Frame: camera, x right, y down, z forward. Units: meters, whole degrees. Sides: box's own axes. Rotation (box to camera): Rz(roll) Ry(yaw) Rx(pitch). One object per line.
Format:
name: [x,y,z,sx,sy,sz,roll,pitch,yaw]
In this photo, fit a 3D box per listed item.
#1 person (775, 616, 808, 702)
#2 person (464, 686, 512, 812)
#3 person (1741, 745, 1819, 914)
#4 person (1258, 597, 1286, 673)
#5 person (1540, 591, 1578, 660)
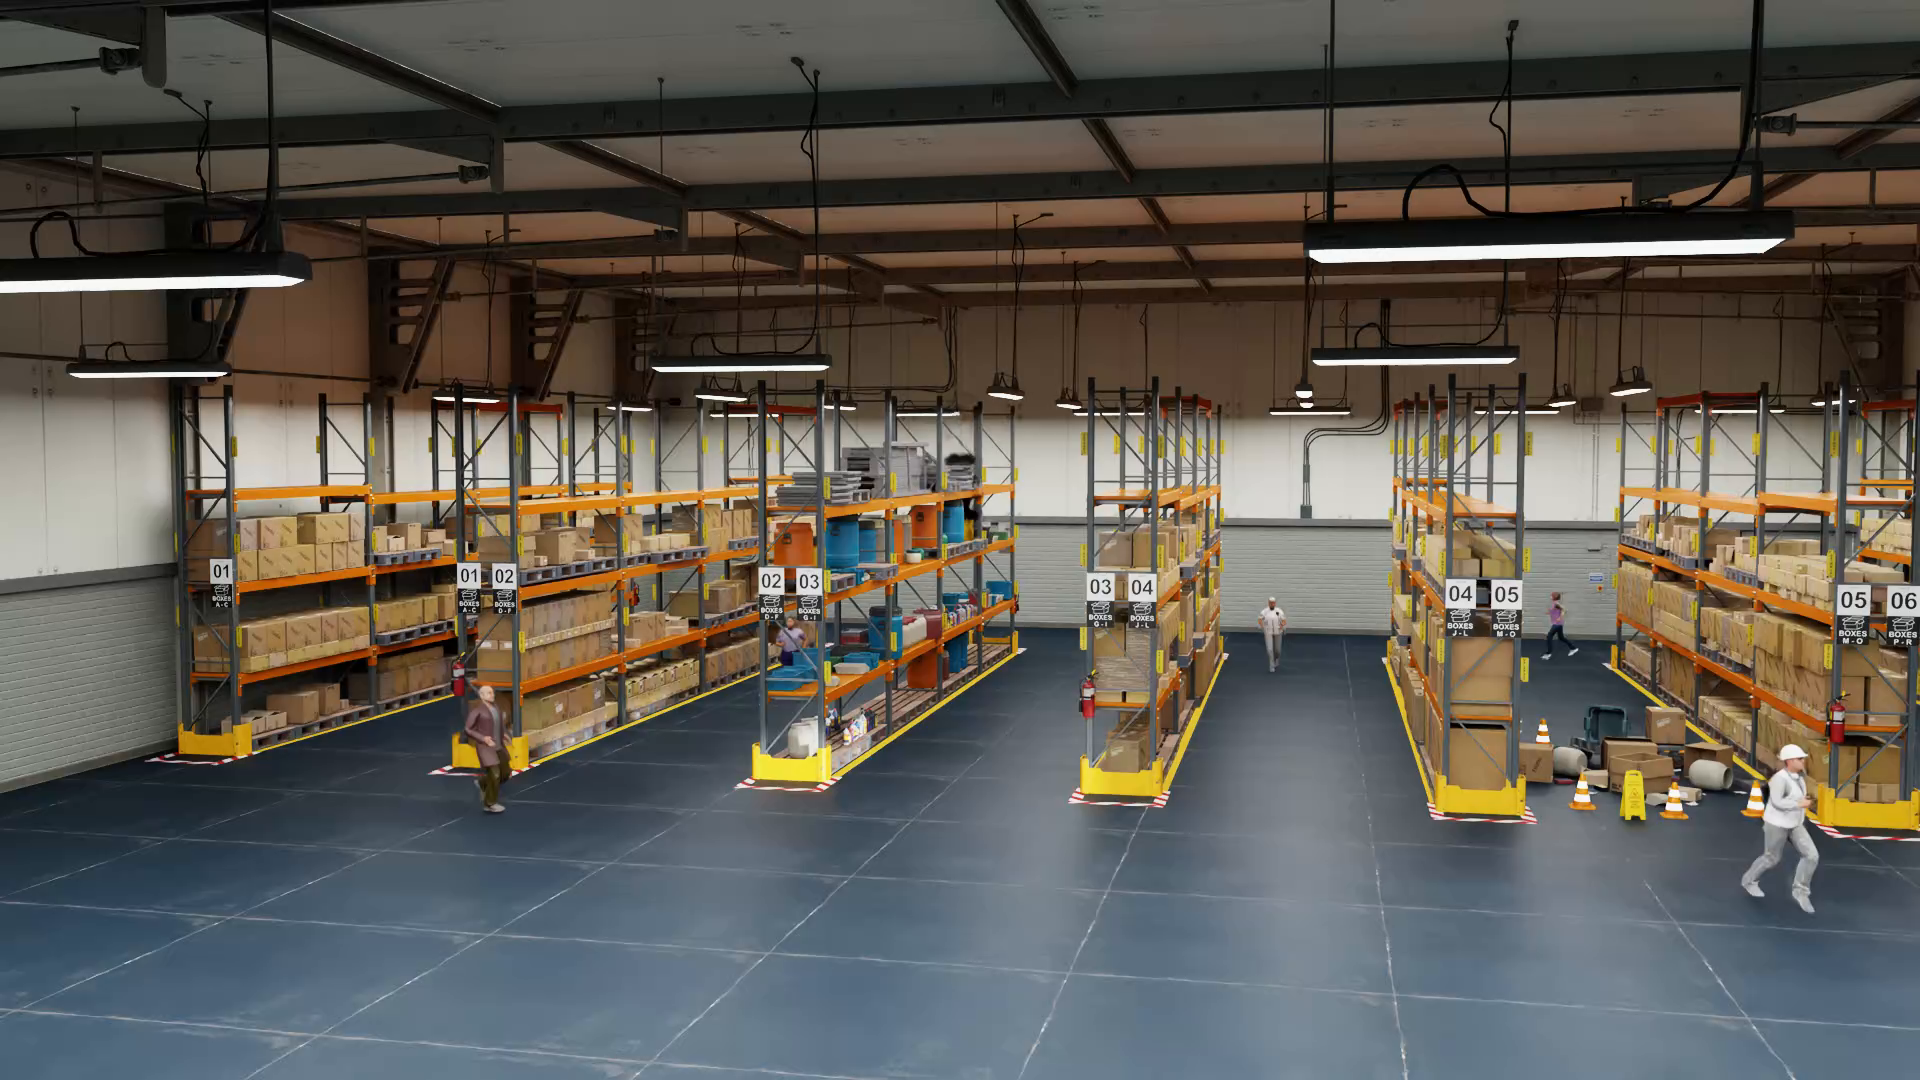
person: [-3.341,2.324,32.869,0.607,1.632,0.941,0,3,6]
person: [-6.476,2.857,22.825,0.668,1.725,0.707,2,4,30]
person: [8.941,3.112,18.107,0.678,1.816,0.853,-2,4,-35]
person: [6.974,2.102,37.162,0.620,1.650,0.757,0,3,7]
person: [14.088,2.019,39.048,0.867,1.623,0.550,1,3,16]
